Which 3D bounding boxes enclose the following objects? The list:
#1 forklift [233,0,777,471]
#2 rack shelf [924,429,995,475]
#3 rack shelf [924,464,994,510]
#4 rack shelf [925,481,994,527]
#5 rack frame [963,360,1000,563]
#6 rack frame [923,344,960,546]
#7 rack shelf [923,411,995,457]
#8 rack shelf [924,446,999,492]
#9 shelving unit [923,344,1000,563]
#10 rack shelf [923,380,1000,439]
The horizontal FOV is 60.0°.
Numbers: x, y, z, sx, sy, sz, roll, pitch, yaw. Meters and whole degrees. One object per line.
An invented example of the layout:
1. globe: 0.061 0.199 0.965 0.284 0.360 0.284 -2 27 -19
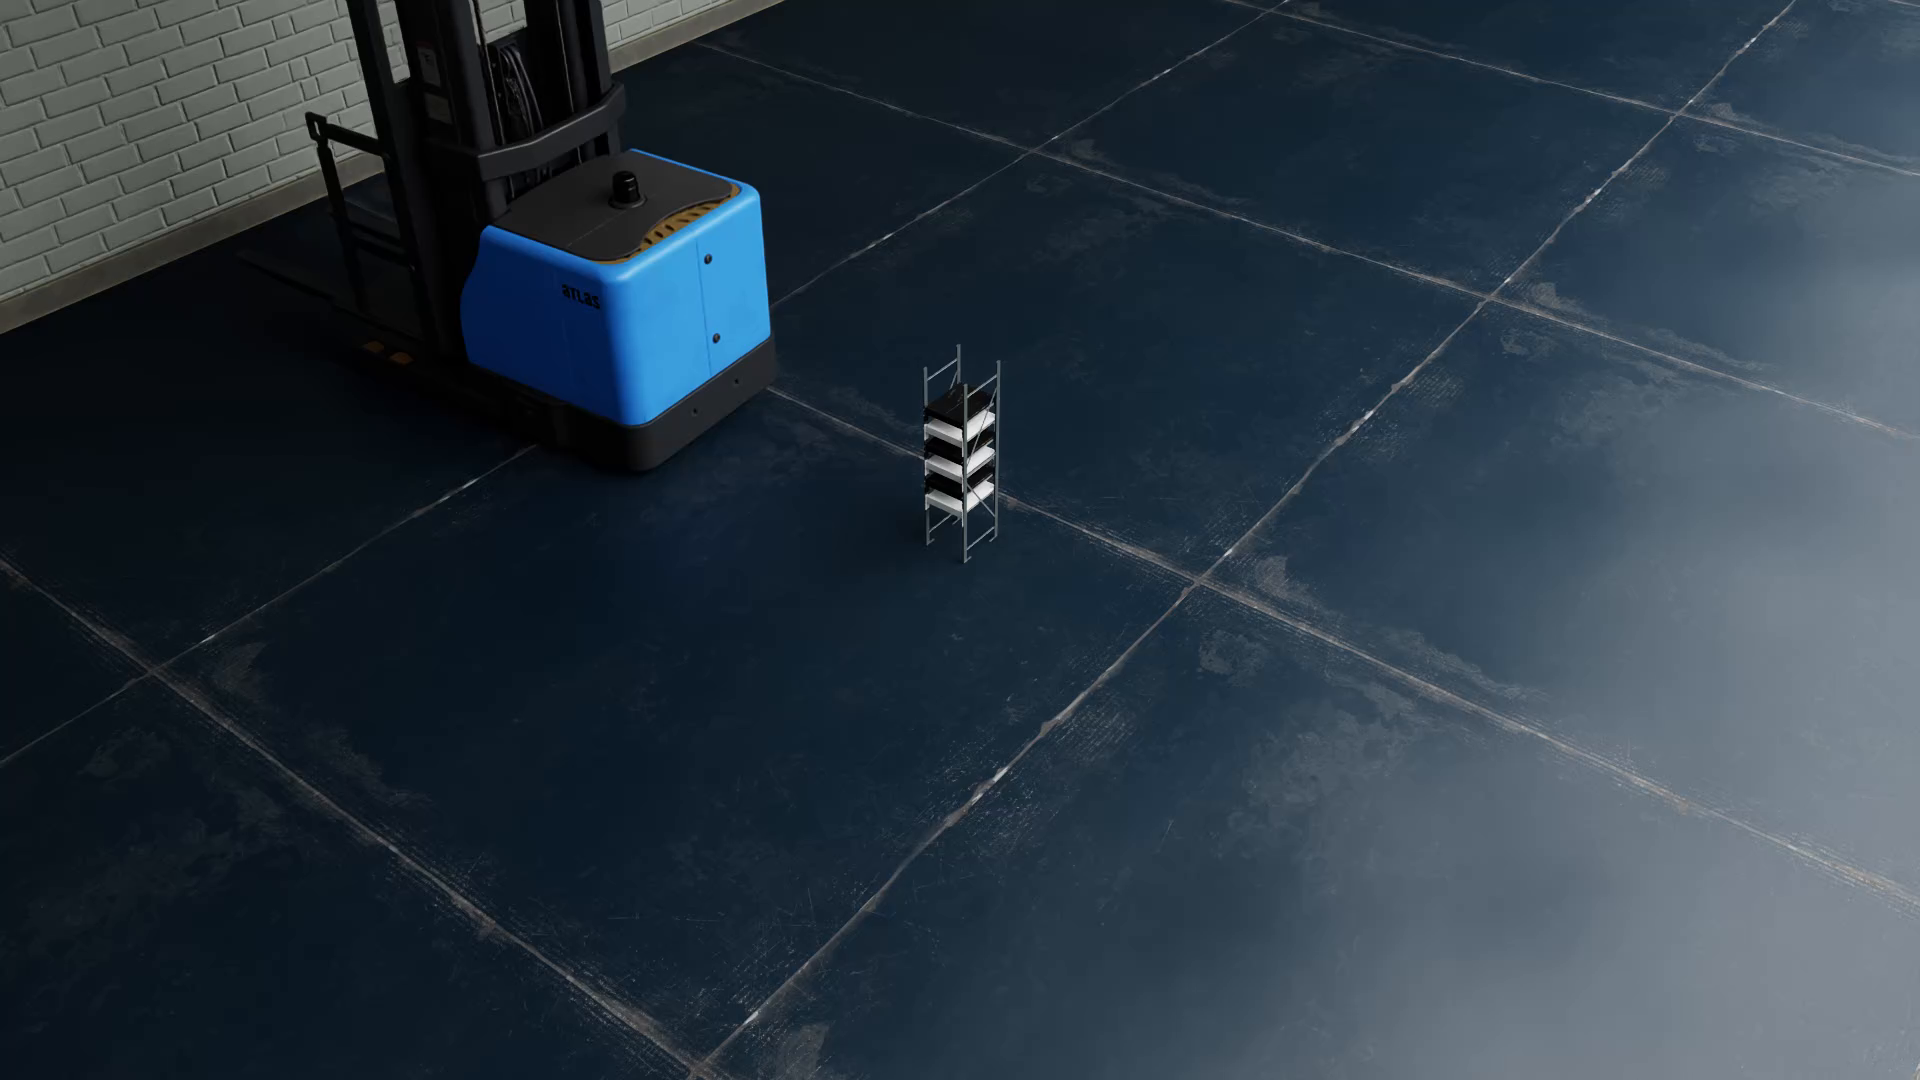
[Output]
1. forklift: -2.411 -2.163 7.635 3.031 2.935 1.130 22 43 25
2. rack shelf: 0.006 -0.396 6.934 0.200 0.077 0.258 25 45 29
3. rack shelf: 0.006 -0.254 7.045 0.200 0.077 0.258 25 45 29
4. rack shelf: 0.006 -0.183 7.100 0.200 0.077 0.258 25 45 29
5. rack frame: 0.087 -0.313 6.920 0.006 0.900 0.240 25 45 29
6. rack frame: -0.074 -0.389 7.017 0.006 0.900 0.240 25 45 29
7. rack shelf: 0.006 -0.467 6.878 0.200 0.077 0.258 25 45 29
8. rack shelf: 0.006 -0.325 6.989 0.200 0.077 0.258 25 45 29
9. shelving unit: 0.006 -0.351 6.969 0.210 0.900 0.258 25 45 29
10. rack shelf: 0.006 -0.538 6.823 0.200 0.077 0.258 25 45 29
